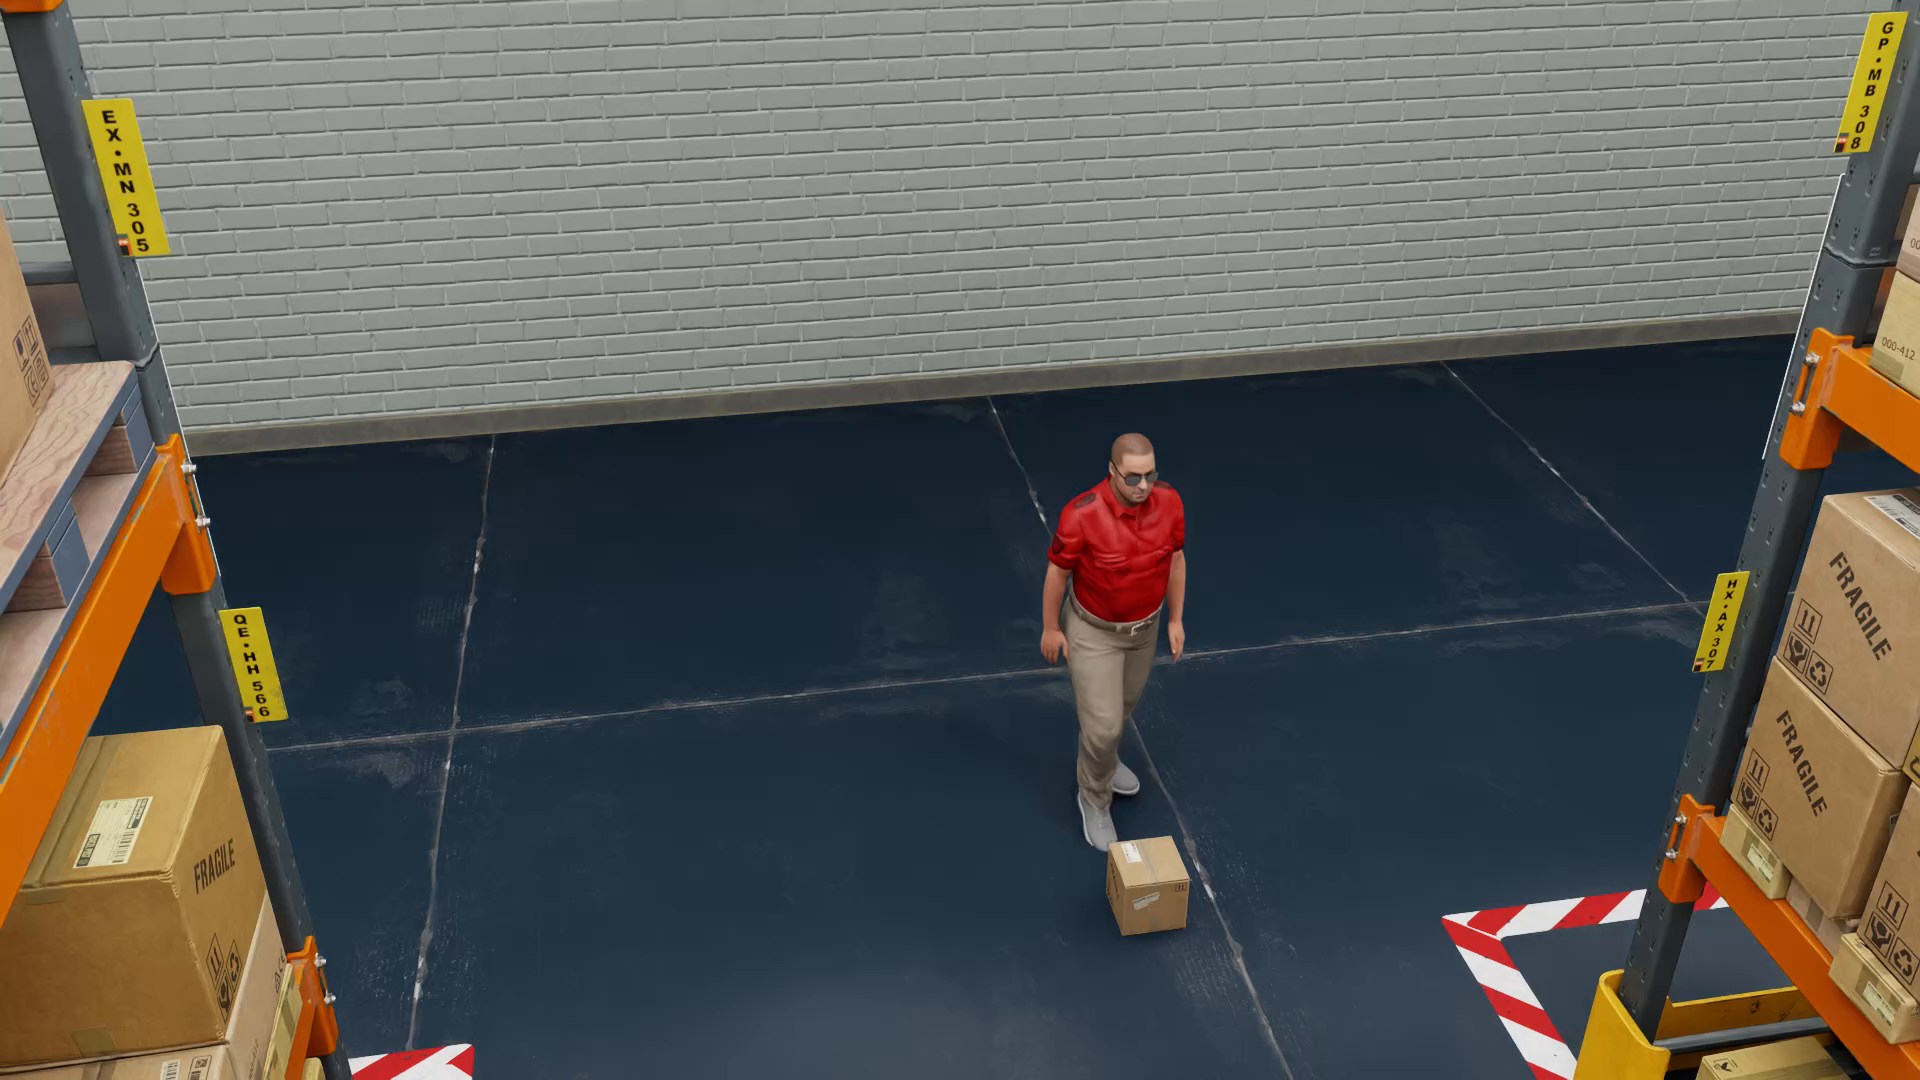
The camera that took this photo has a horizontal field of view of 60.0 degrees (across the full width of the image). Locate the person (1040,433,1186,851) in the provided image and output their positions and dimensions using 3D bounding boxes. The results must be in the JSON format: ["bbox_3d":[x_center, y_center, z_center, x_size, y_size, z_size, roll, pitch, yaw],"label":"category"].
[{"bbox_3d":[0.619,0.373,6.552,0.553,1.792,0.521,-19,35,-29],"label":"person"}]
